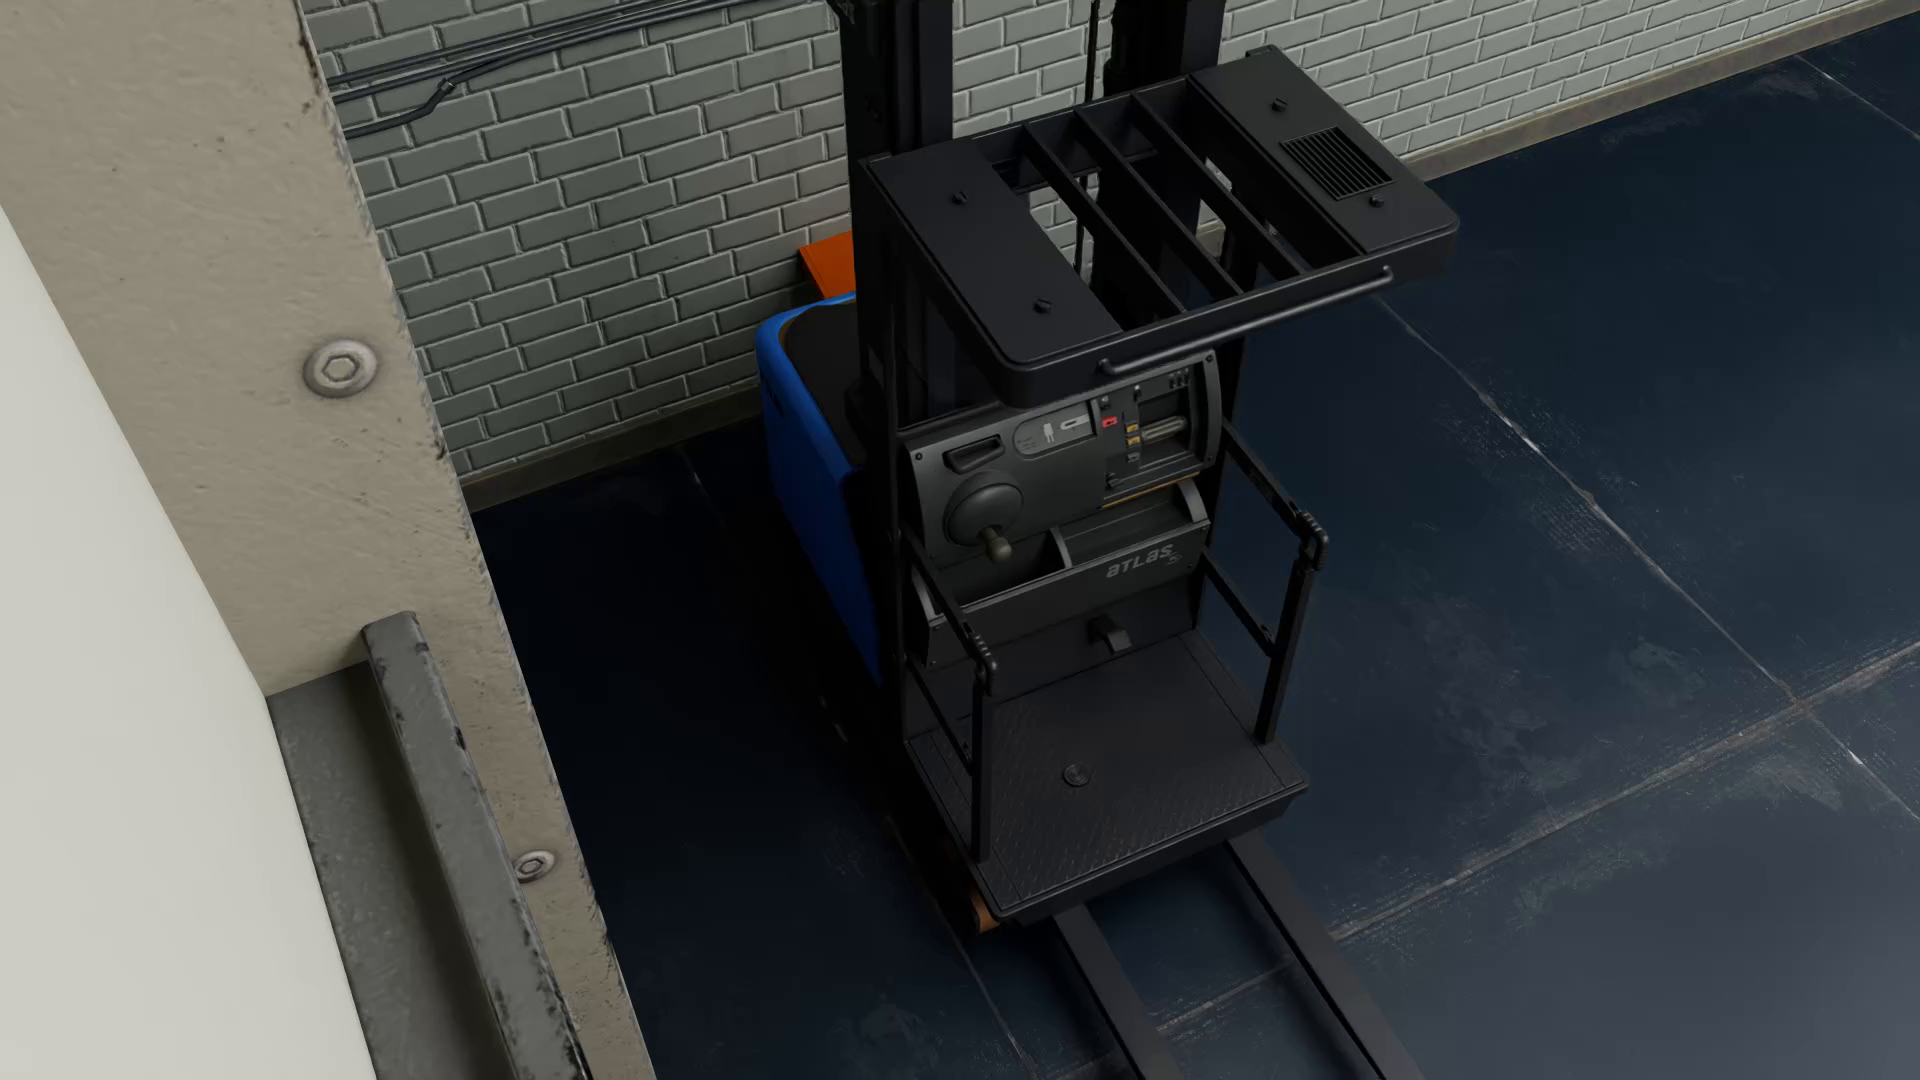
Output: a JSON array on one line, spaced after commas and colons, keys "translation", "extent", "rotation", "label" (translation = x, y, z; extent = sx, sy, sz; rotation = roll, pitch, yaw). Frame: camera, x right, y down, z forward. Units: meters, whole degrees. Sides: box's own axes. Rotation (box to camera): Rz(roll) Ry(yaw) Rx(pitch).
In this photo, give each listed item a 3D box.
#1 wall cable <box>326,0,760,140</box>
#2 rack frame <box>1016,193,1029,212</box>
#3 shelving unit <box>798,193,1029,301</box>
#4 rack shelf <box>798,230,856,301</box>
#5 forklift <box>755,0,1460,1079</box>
[{"translation": [-1.083, -2.330, 4.370], "extent": [3.097, 2.526, 0.112], "rotation": [-21, 52, -18], "label": "wall cable"}, {"translation": [-0.011, -0.556, 5.649], "extent": [0.500, 1.500, 0.032], "rotation": [-18, 53, -13], "label": "rack frame"}, {"translation": [-0.209, -0.923, 5.954], "extent": [0.587, 1.500, 1.083], "rotation": [-18, 53, -13], "label": "shelving unit"}, {"translation": [-0.203, -0.803, 6.088], "extent": [0.538, 0.185, 1.000], "rotation": [-18, 53, -13], "label": "rack shelf"}, {"translation": [0.394, -0.131, 4.414], "extent": [1.130, 2.935, 3.031], "rotation": [-20, 52, -16], "label": "forklift"}]
